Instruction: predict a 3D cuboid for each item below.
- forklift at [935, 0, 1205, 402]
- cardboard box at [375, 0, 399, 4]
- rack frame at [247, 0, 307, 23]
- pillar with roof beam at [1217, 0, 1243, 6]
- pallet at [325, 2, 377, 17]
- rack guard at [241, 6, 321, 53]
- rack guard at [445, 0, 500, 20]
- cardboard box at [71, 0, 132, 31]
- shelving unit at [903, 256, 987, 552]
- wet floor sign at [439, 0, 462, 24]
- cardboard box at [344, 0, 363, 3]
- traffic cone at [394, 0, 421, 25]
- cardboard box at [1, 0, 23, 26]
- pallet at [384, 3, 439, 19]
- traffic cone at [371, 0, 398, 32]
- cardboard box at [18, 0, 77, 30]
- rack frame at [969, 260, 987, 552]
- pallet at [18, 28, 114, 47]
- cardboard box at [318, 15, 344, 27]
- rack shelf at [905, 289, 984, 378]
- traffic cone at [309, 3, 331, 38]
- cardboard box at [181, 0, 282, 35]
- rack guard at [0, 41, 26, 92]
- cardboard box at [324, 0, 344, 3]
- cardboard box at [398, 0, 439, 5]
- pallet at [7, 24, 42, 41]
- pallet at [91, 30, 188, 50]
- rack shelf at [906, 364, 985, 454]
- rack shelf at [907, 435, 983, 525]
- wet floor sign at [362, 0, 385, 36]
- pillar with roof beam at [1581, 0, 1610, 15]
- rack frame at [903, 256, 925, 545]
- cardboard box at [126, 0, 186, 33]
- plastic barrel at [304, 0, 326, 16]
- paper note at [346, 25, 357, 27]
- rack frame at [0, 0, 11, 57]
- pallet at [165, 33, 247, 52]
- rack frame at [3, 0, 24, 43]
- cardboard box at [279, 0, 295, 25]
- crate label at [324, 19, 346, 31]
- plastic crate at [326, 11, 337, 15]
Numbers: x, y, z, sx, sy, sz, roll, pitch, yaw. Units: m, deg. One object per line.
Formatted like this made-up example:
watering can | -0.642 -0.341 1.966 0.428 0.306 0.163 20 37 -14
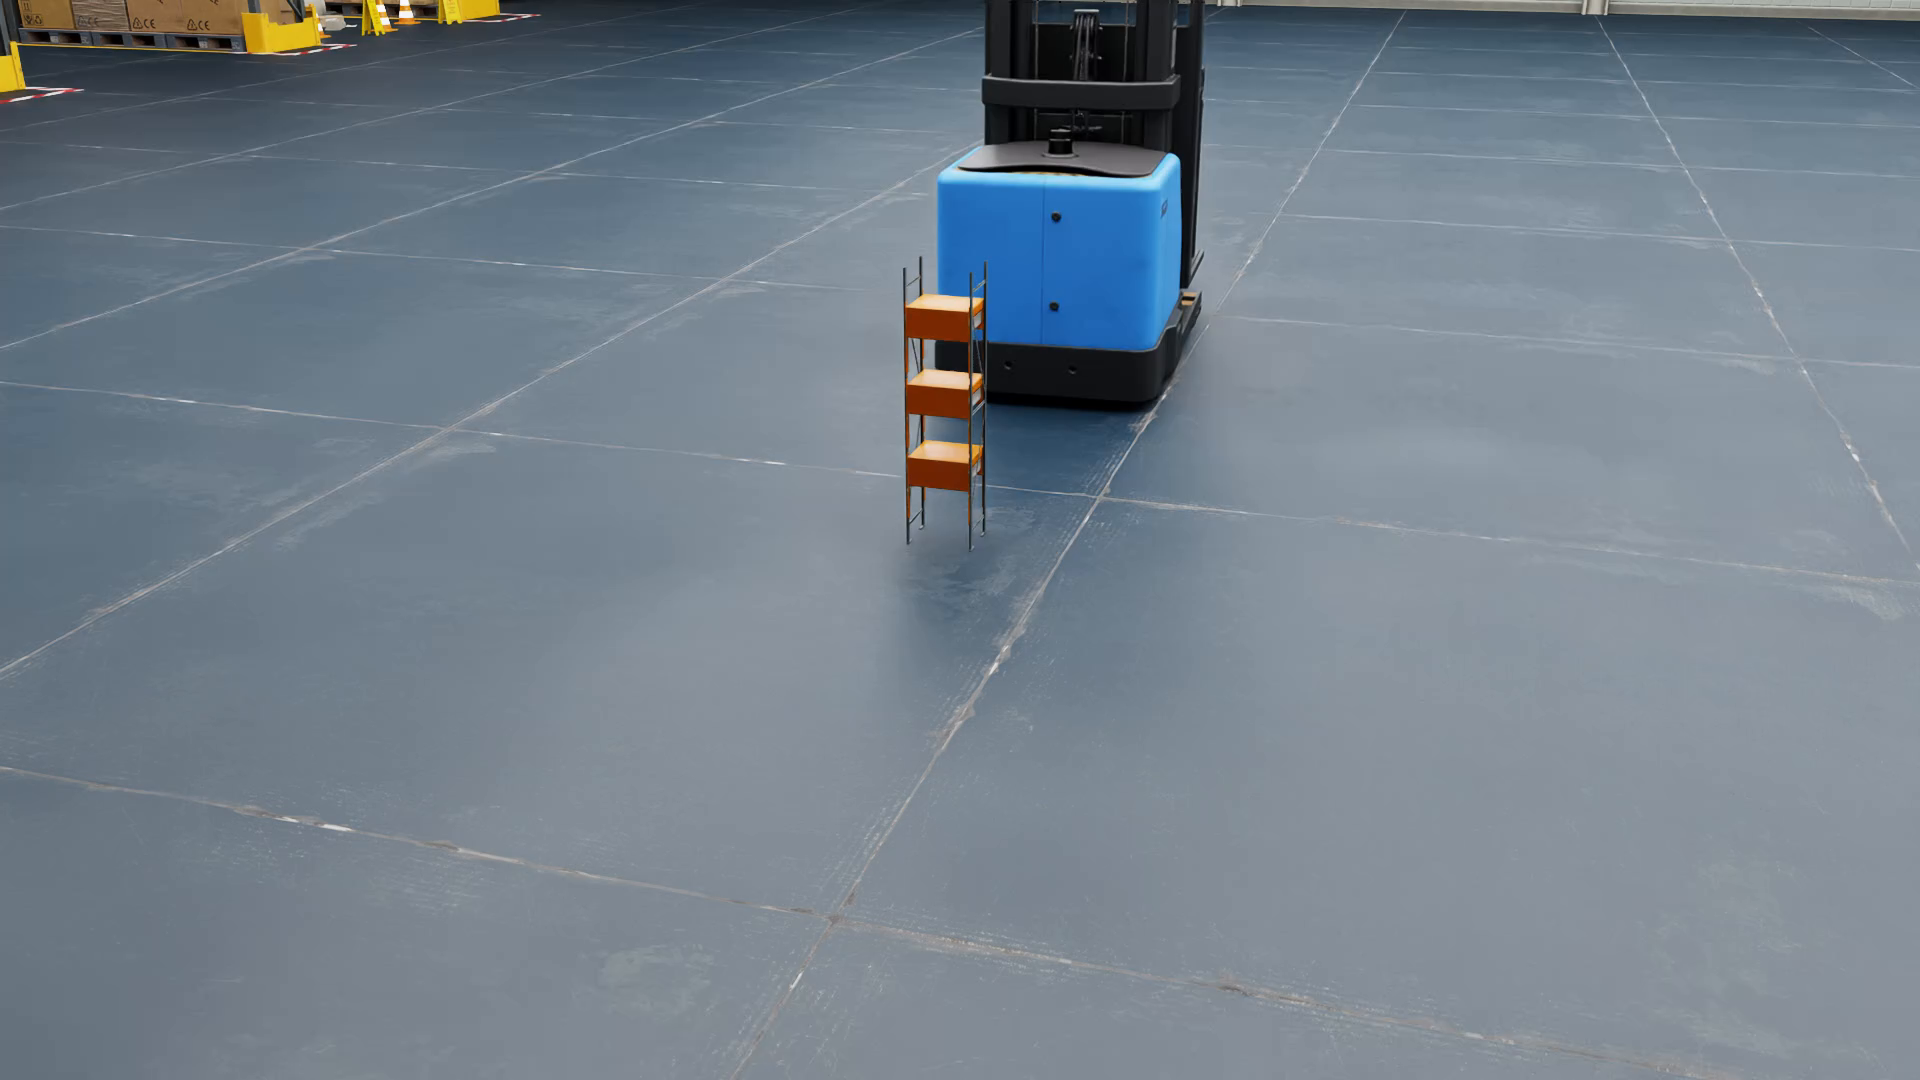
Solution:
forklift | 0.723 -2.518 8.548 1.130 2.935 3.031 5 23 12
cardboard box | -9.144 -8.803 26.848 0.500 0.250 0.500 7 23 16
rack frame | -9.132 -8.021 21.872 0.127 3.000 1.000 7 23 16
pillar with roof beam | 3.470 -11.934 23.506 0.400 9.000 9.100 7 23 16
pallet | -9.803 -8.785 27.409 1.213 0.211 1.003 7 23 16
rack guard | -9.109 -6.862 22.339 0.348 0.500 1.175 7 23 16
rack guard | -7.871 -8.682 26.778 0.348 0.500 1.175 7 23 16
cardboard box | -11.515 -7.479 22.796 0.875 0.875 0.875 7 23 16
shelving unit | -0.051 -0.492 6.085 0.252 1.050 0.215 7 23 16
wet floor sign | -7.926 -8.332 25.731 0.232 0.644 0.267 16 27 34
cardboard box | -9.646 -8.858 26.983 0.500 0.250 0.500 6 23 14
traffic cone | -8.583 -8.235 25.737 0.334 0.463 0.336 7 23 16
cardboard box | -13.581 -7.648 23.374 0.750 0.750 1.050 6 23 15
pallet | -8.639 -8.651 27.081 1.213 0.211 1.003 7 23 16
traffic cone | -8.578 -7.795 24.663 0.334 0.463 0.336 7 23 16
cardboard box | -12.379 -7.576 23.034 0.875 0.875 0.875 7 23 16
rack frame | 0.066 -0.478 6.052 0.008 1.050 0.200 7 23 16
pallet | -12.256 -7.057 23.197 1.213 0.211 1.003 7 23 15
cardboard box | -9.636 -7.921 25.385 0.380 0.149 0.250 -20 29 -39
rack shelf | -0.051 -0.744 5.981 0.240 0.259 0.215 7 23 16
traffic cone | -9.230 -7.421 23.753 0.334 0.463 0.336 7 23 16
cardboard box | -9.800 -7.283 22.318 0.875 0.875 0.875 7 23 16
rack guard | -10.734 -5.082 18.000 0.348 0.500 1.175 7 23 16
cardboard box | -10.118 -8.917 27.125 0.500 0.250 0.500 6 23 15
cardboard box | -8.673 -8.746 26.709 0.500 0.250 0.500 6 23 15
pallet | -13.722 -7.226 23.609 1.213 0.211 1.003 7 23 16
pallet | -11.084 -6.924 22.873 1.213 0.211 1.003 7 23 15
rack shelf | -0.051 -0.482 6.089 0.240 0.259 0.215 7 23 16
rack shelf | -0.051 -0.225 6.195 0.240 0.259 0.215 7 23 16
wet floor sign | -8.532 -7.648 24.064 0.232 0.644 0.267 3 22 6
pillar with roof beam | 9.215 -11.276 21.903 0.400 9.000 9.100 7 23 16
rack frame | -0.168 -0.505 6.118 0.008 1.050 0.200 7 23 16
cardboard box | -10.643 -7.378 22.551 0.875 0.875 0.875 6 23 15
plastic barrel | -10.213 -8.315 25.983 0.512 0.421 0.421 -14 26 -30
paper note | -9.279 -7.837 25.336 0.142 0.019 0.148 -1 22 -3
rack frame | -10.661 -6.230 17.505 0.127 3.000 1.000 7 23 16
pallet | -9.920 -6.790 22.545 1.213 0.211 1.003 7 23 15
rack frame | -12.961 -8.459 22.940 0.127 3.000 1.000 7 23 16
cardboard box | -10.211 -7.948 24.984 0.637 0.503 0.797 -9 24 -21
crate label | -9.349 -7.708 24.880 0.298 0.136 0.250 -5 23 -12
plastic crate | -10.362 -8.448 26.760 0.583 0.080 0.402 -1 22 -3
